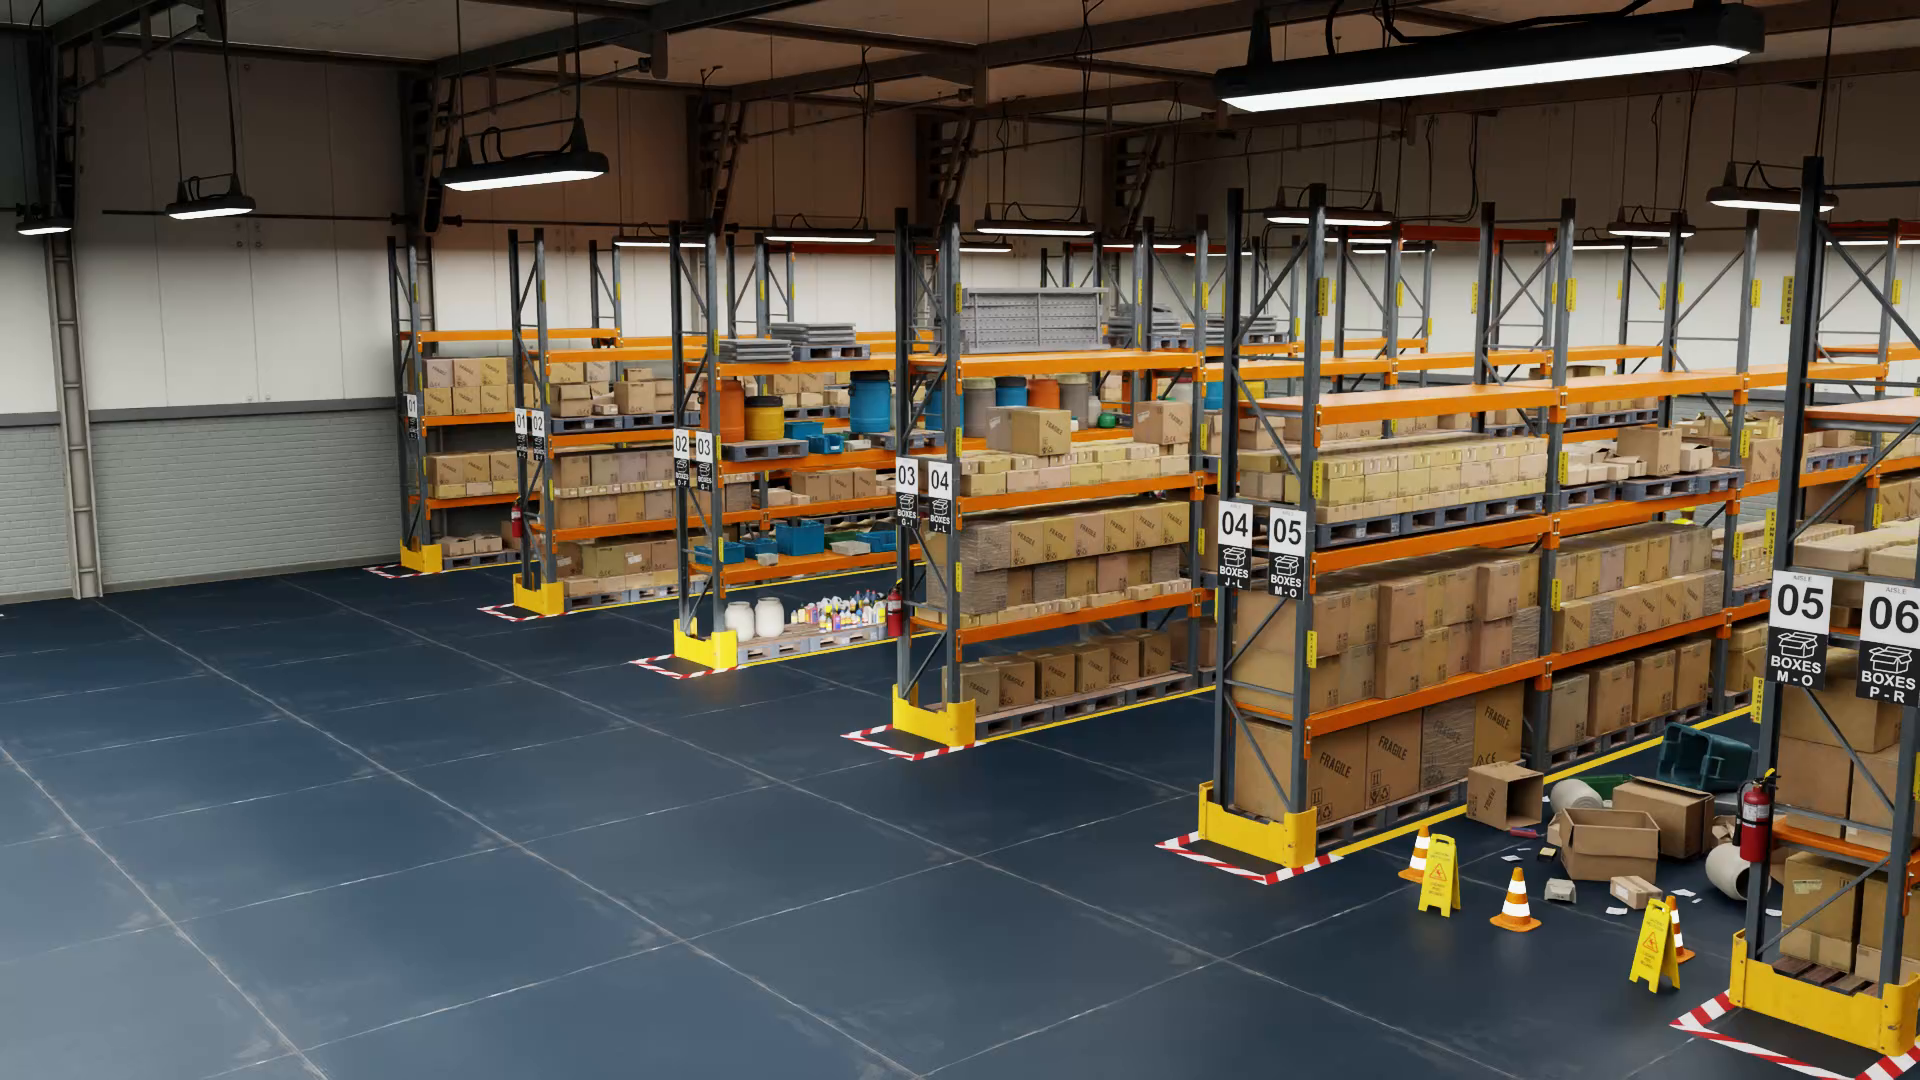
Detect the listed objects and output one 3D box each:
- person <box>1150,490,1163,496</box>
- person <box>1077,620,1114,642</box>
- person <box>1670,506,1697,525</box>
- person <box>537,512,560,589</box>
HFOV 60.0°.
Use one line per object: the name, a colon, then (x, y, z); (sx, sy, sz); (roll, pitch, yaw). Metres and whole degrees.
person: (3.833, -0.576, 32.088); (0.984, 1.693, 0.547); (-8, 12, -41)
person: (1.771, 0.662, 22.802); (0.814, 1.610, 0.578); (-3, 9, -18)
person: (11.398, 0.322, 26.081); (0.385, 1.837, 0.644); (-4, 10, -24)
person: (-7.046, -0.002, 28.453); (0.492, 1.683, 0.742); (6, 10, 33)
